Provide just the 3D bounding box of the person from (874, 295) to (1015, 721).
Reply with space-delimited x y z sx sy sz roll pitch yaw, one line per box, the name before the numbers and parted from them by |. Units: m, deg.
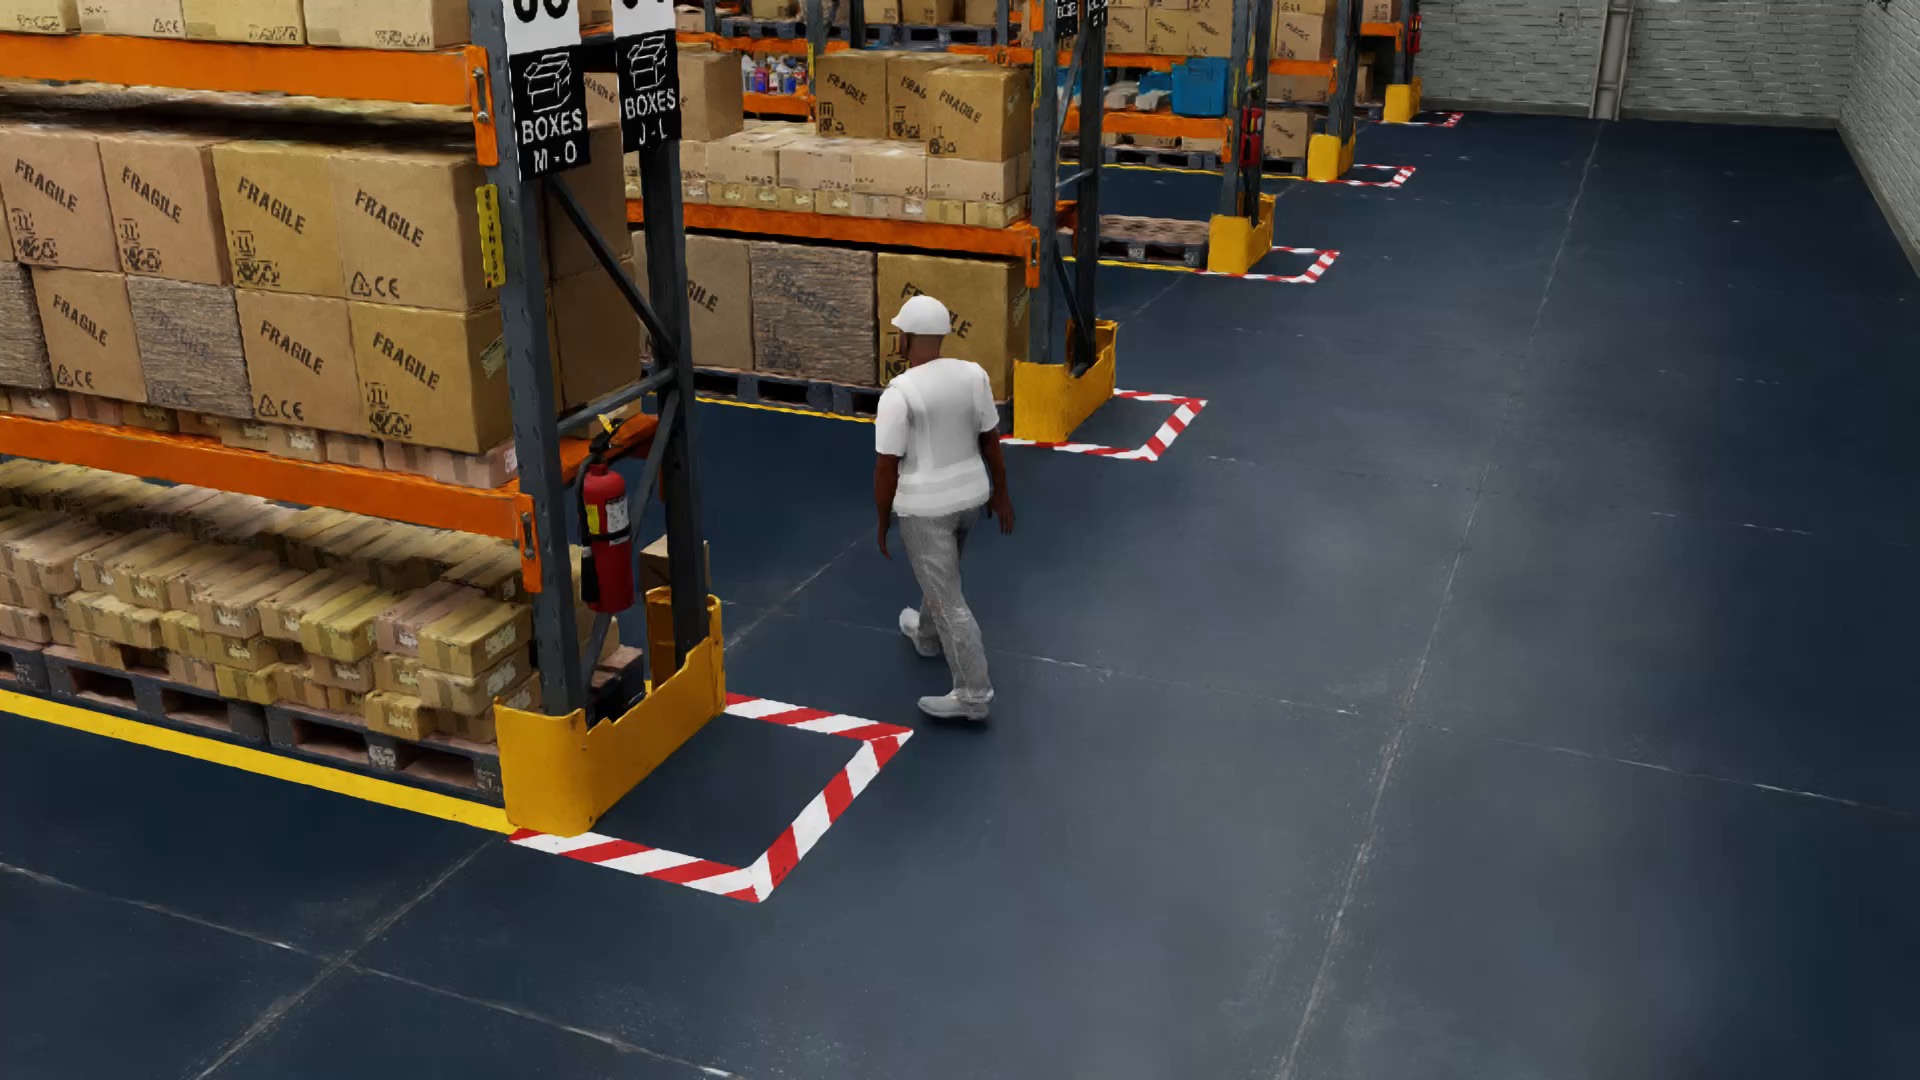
person | -0.130 -0.177 7.006 0.619 1.725 0.910 -19 29 -38
